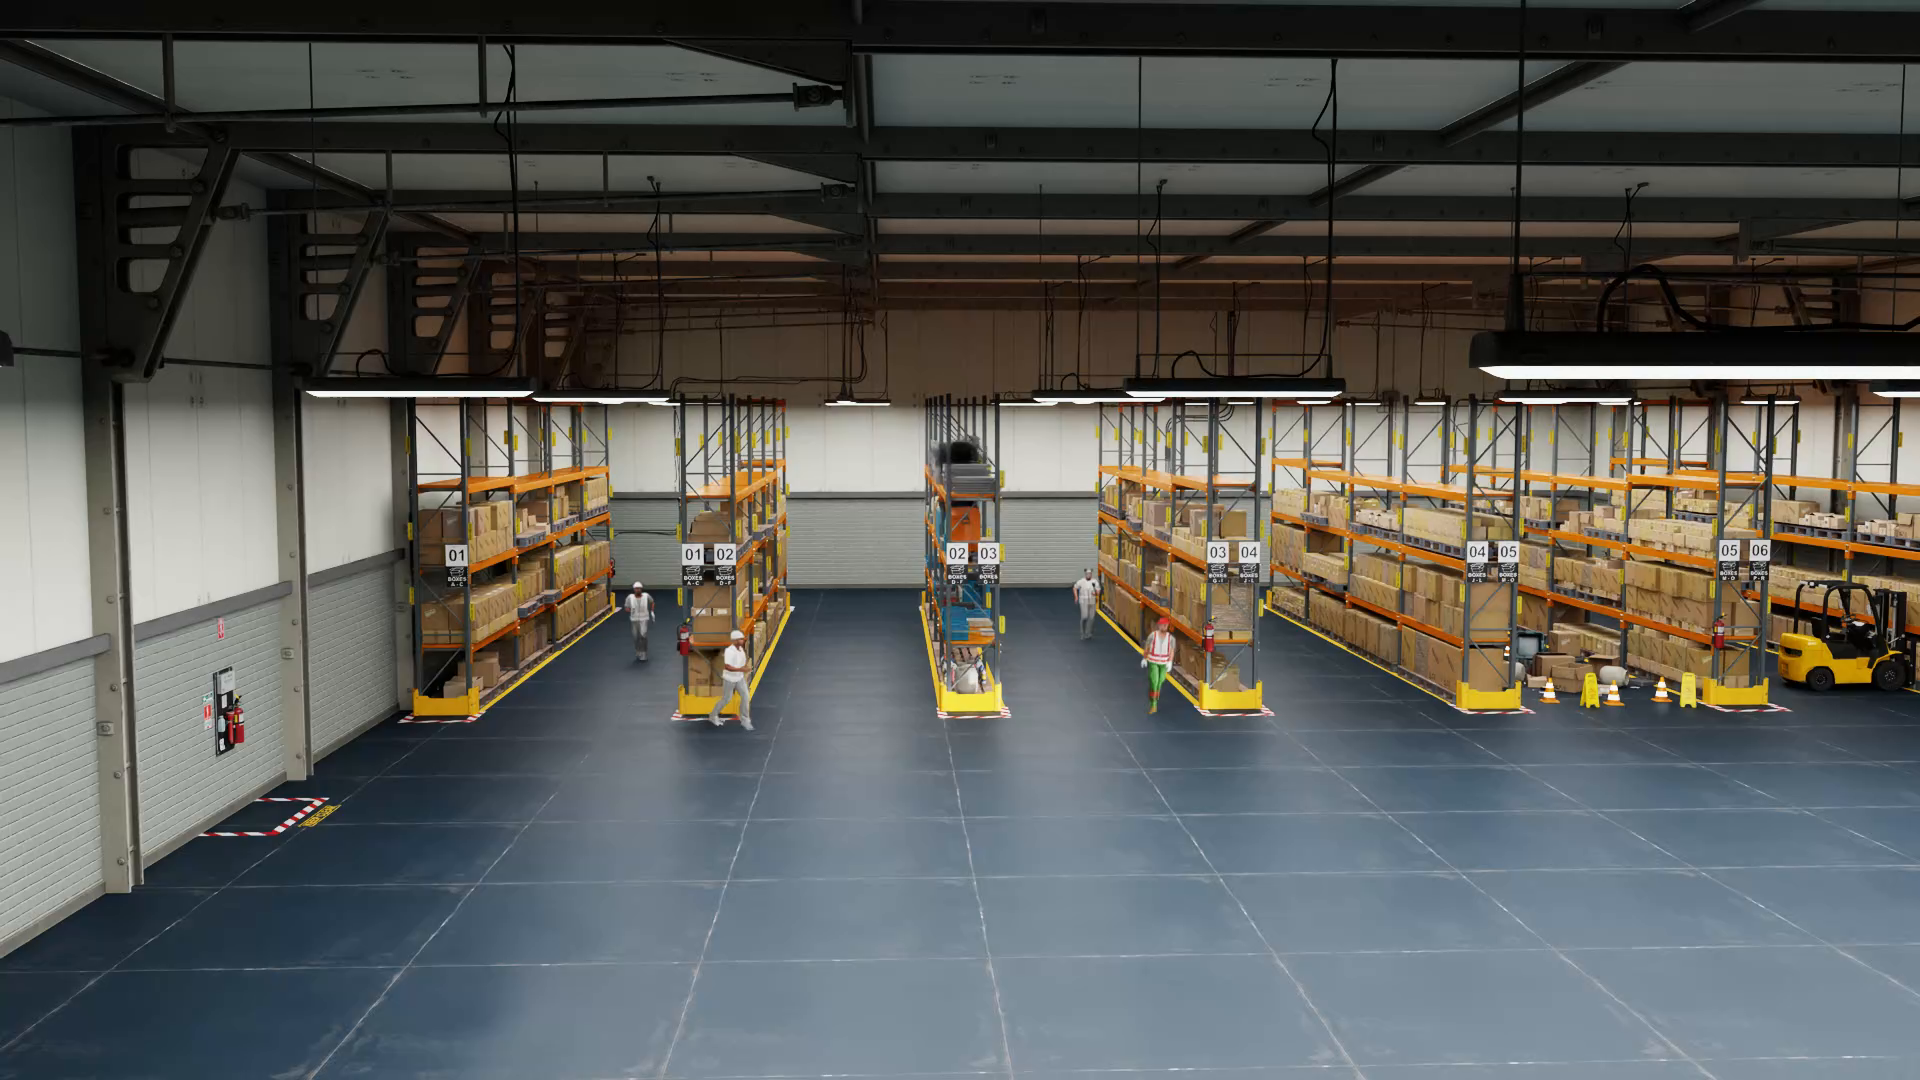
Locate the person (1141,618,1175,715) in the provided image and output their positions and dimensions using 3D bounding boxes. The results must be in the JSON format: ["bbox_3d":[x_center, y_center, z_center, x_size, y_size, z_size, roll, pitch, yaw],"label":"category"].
[{"bbox_3d":[3.765,2.367,31.419,0.605,1.795,0.641,0,5,-6],"label":"person"}]

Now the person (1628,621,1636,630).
[{"bbox_3d":[16.825,1.617,41.062,0.697,1.755,1.060,-1,5,-13],"label":"person"}]

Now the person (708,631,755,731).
[{"bbox_3d":[-4.067,2.508,29.654,0.919,1.805,0.621,2,5,26],"label":"person"}]

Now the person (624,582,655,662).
[{"bbox_3d":[-7.279,1.855,37.747,0.647,1.813,0.829,0,5,-3],"label":"person"}]

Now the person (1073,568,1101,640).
[{"bbox_3d":[3.176,1.595,41.225,0.633,1.815,0.727,-1,5,-8],"label":"person"}]
